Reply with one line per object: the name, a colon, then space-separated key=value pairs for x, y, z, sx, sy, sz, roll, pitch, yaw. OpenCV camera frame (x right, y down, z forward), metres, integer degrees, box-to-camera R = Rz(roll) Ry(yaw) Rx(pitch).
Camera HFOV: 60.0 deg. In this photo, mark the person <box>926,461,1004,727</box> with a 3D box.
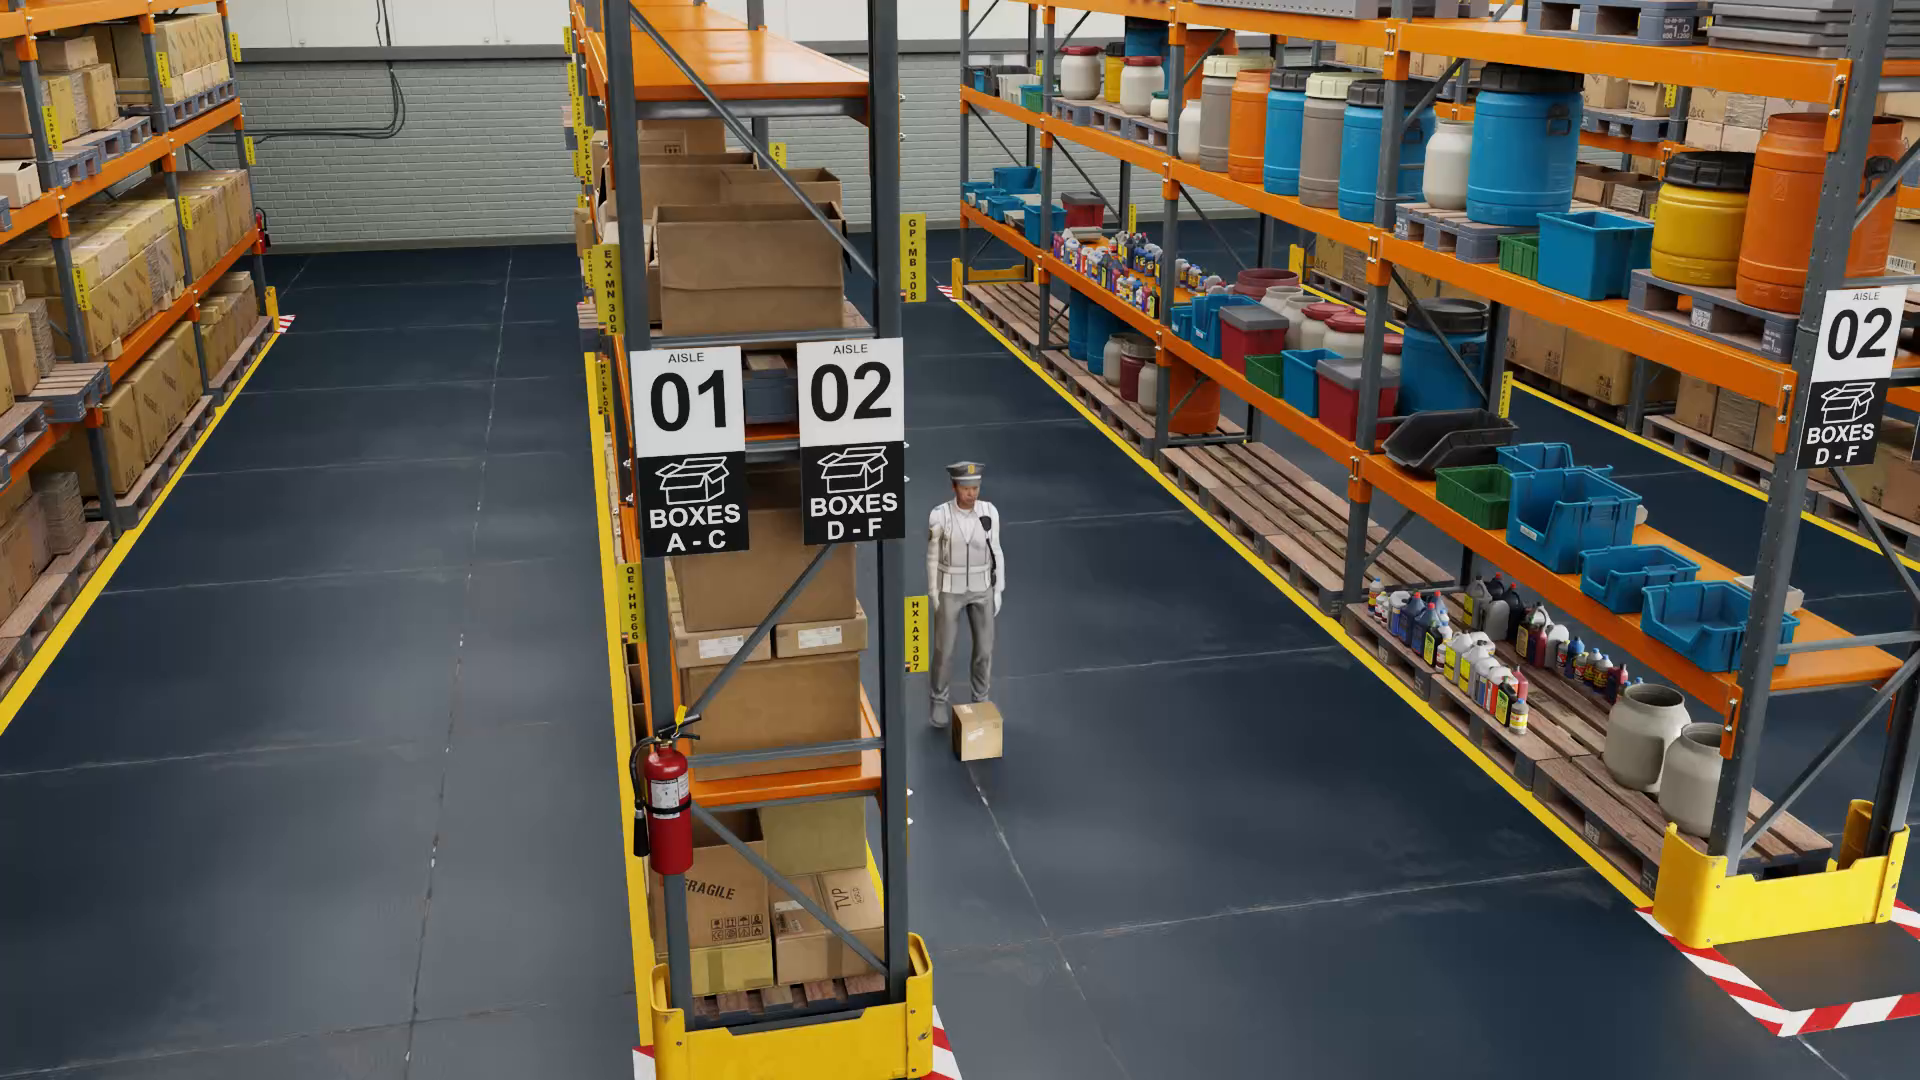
person: x=0.038 y=0.324 z=10.175 sx=0.477 sy=1.692 sz=0.339 roll=-4 pitch=20 yaw=-11
